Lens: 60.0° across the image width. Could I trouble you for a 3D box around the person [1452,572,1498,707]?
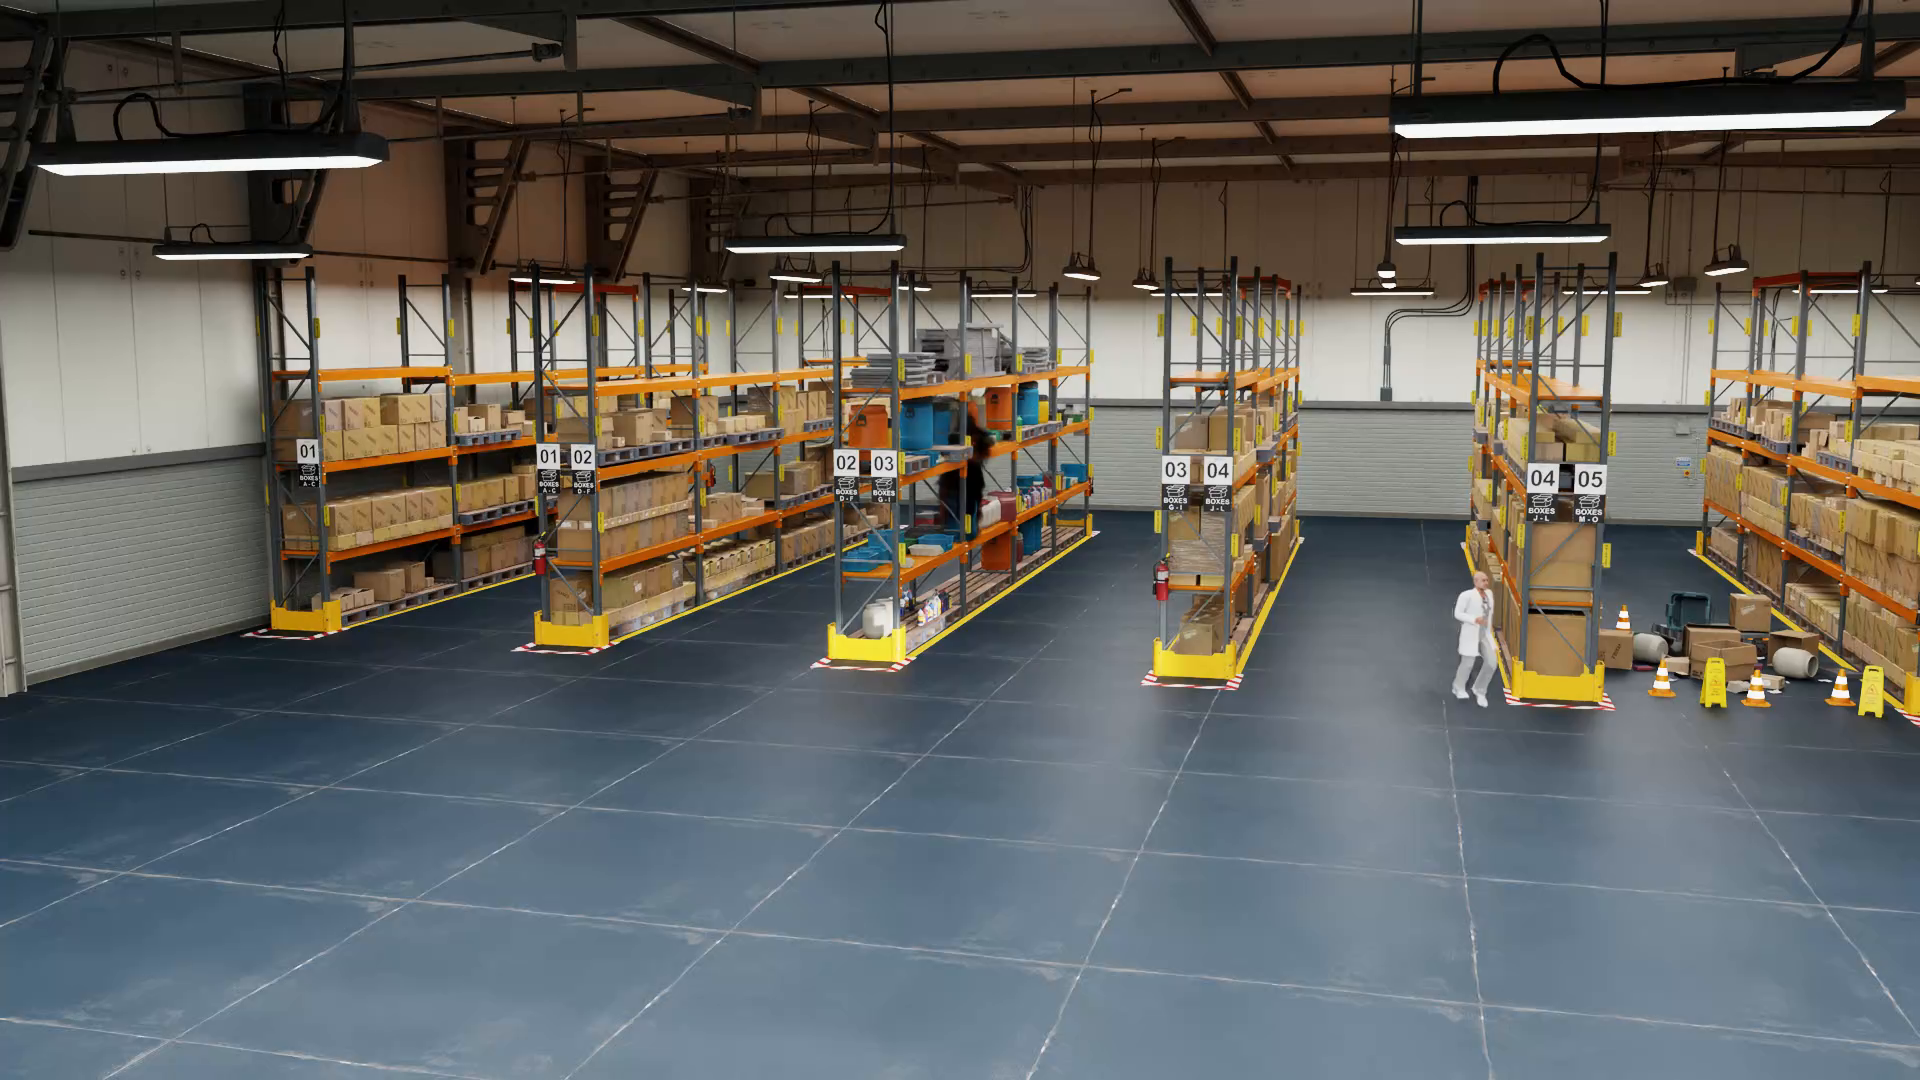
[{"bbox_3d":[6.896,1.326,22.196,0.723,1.829,0.824,-2,8,-17],"label":"person"}]
